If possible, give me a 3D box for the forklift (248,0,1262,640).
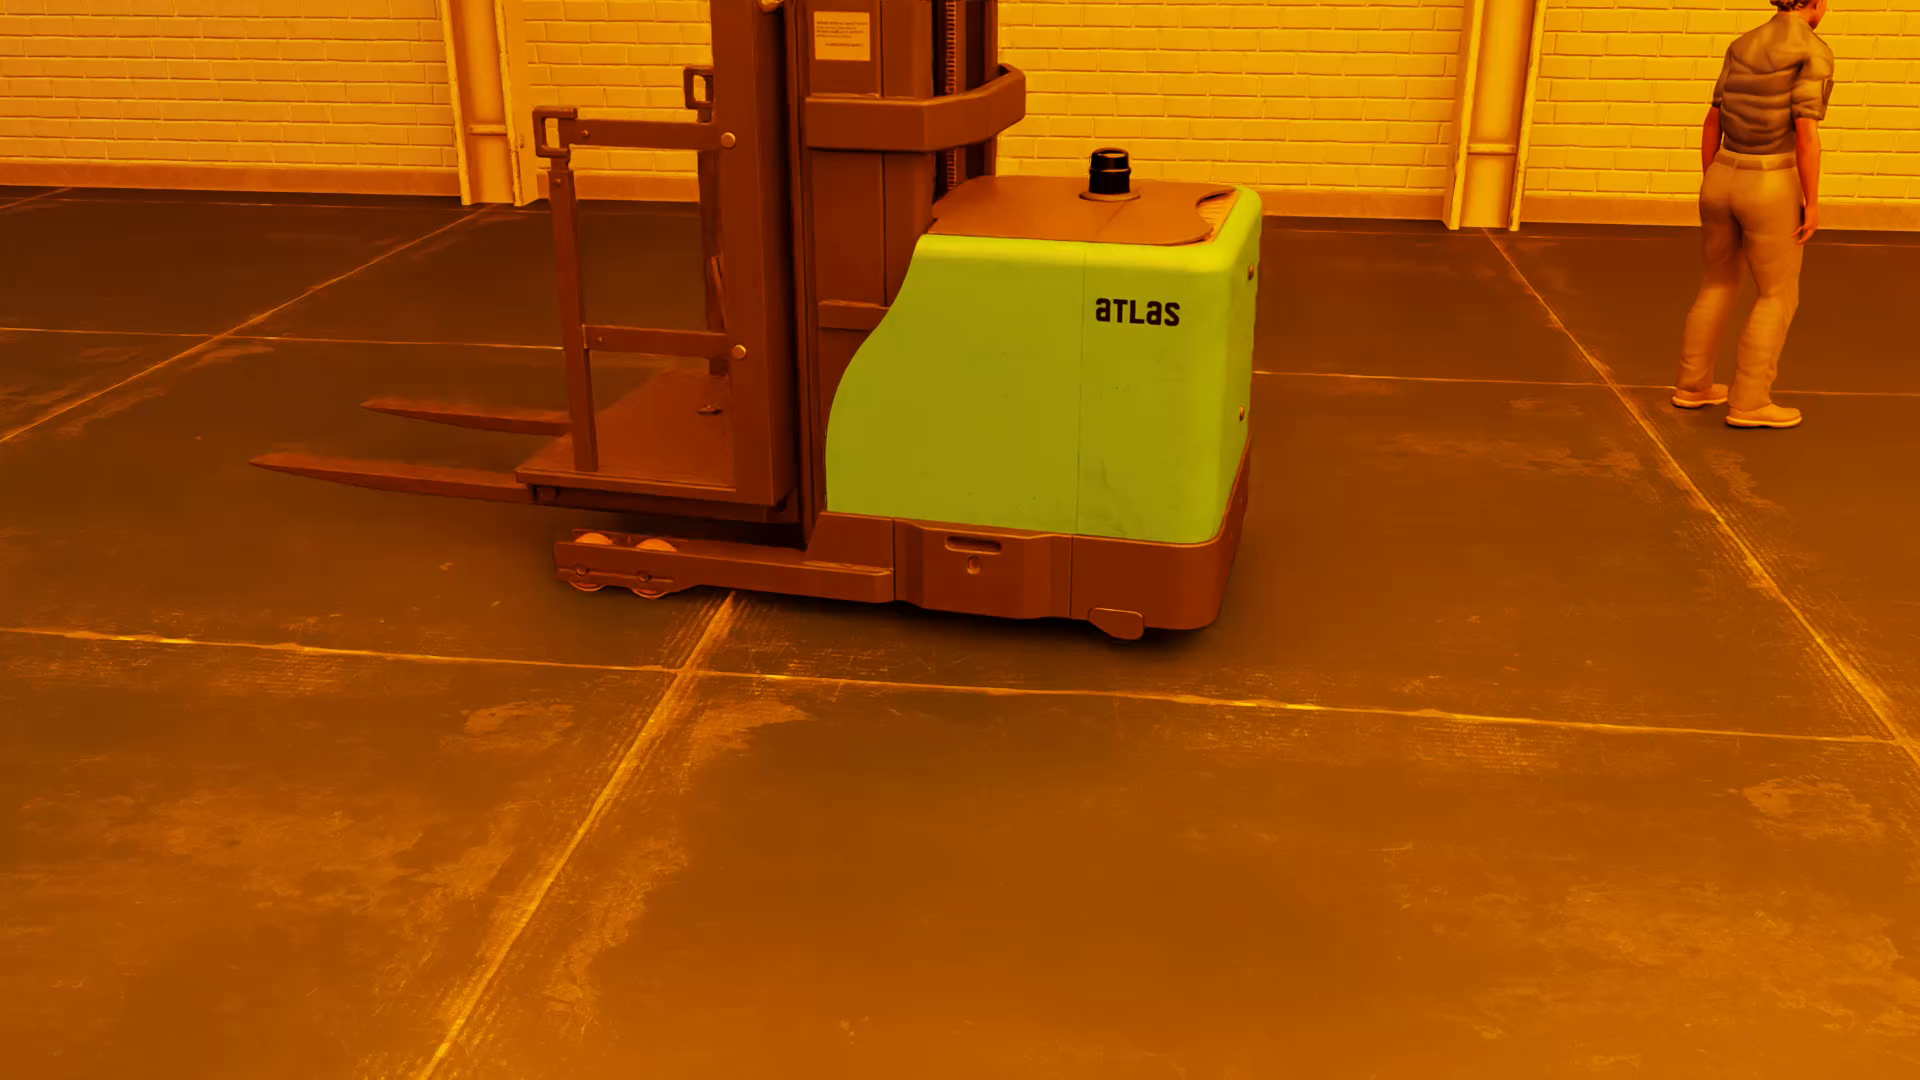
[{"bbox_3d":[-0.675,-1.376,4.671,3.031,2.935,1.130,5,23,13],"label":"forklift"}]

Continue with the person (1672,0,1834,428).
[{"bbox_3d":[2.928,-1.256,6.087,0.349,1.654,0.507,-10,24,-23],"label":"person"}]
